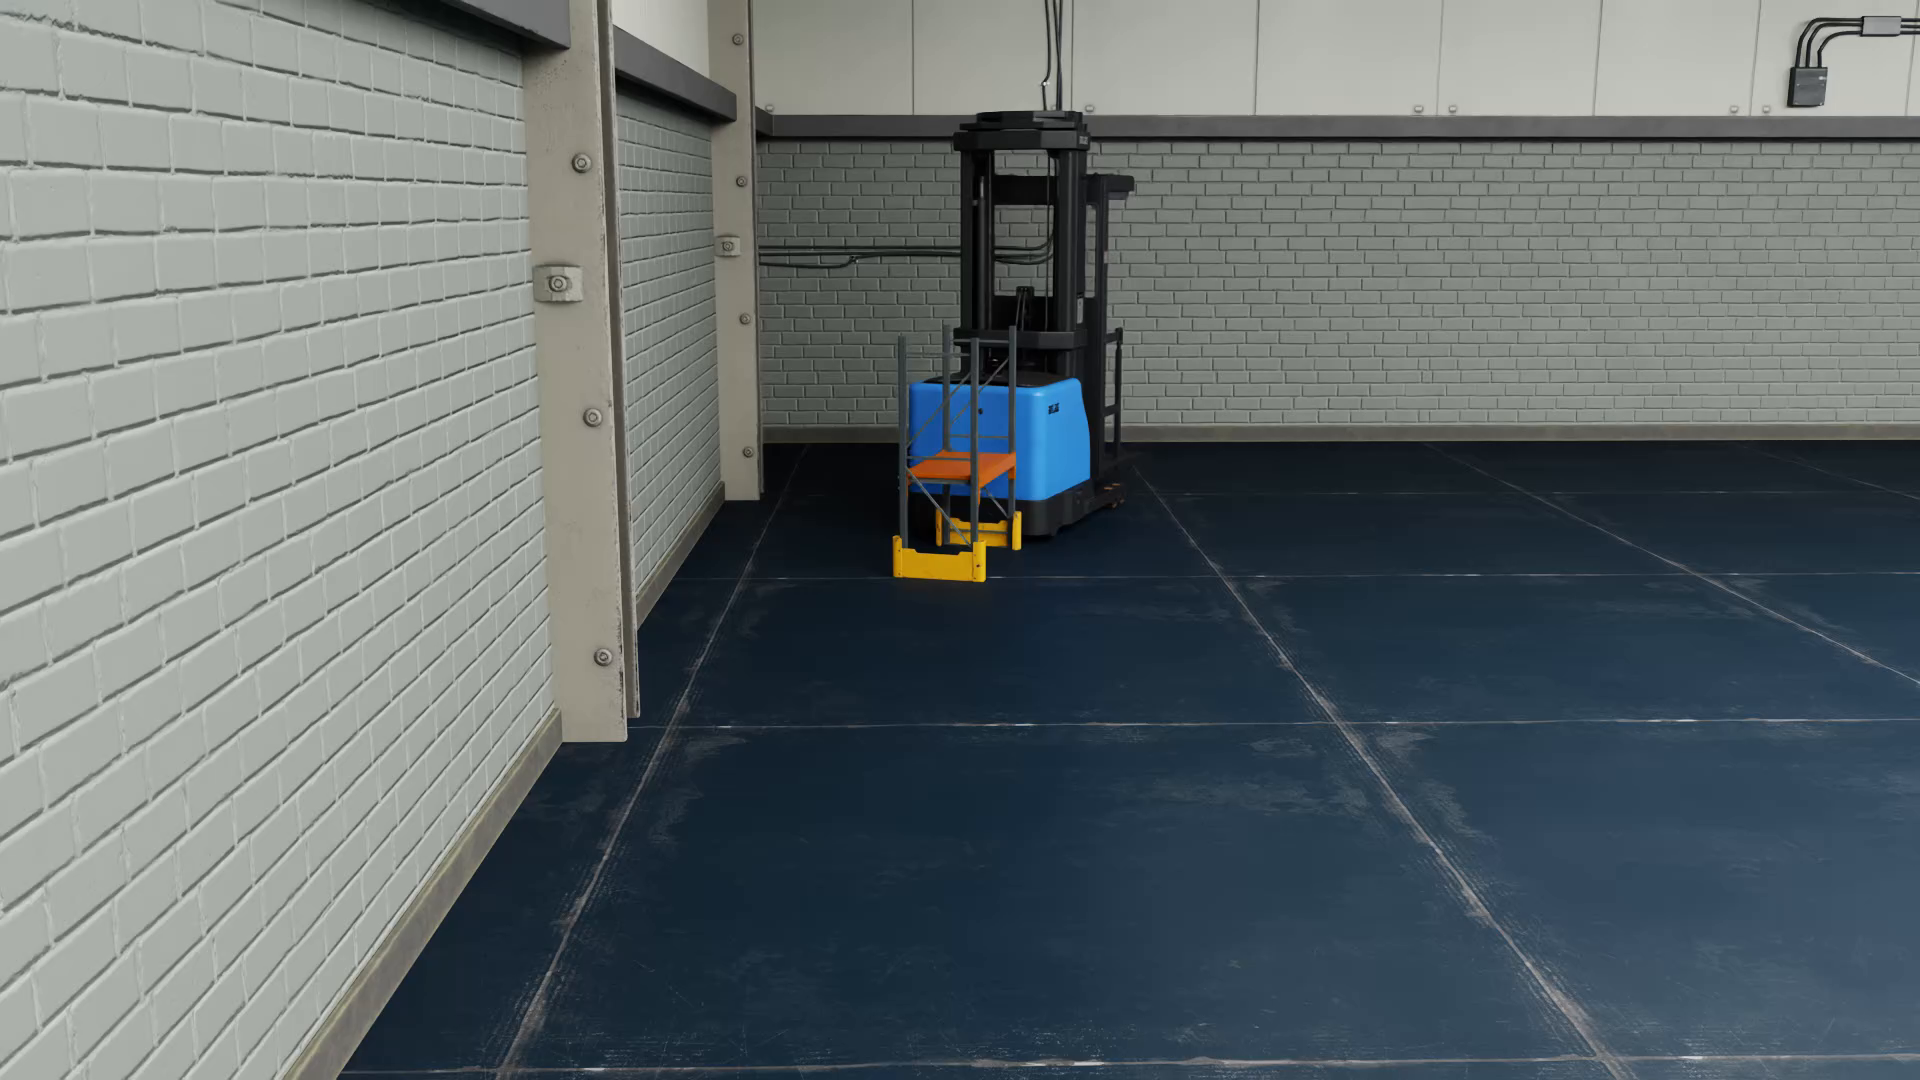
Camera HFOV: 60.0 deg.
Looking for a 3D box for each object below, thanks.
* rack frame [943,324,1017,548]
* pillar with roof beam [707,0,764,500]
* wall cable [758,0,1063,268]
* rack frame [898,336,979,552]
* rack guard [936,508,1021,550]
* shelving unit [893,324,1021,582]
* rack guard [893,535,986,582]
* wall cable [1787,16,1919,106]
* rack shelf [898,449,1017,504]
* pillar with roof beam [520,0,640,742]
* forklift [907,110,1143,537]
[{"bbox_3d":[0.129,-0.693,11.202,0.500,1.500,0.032,3,12,15],"label":"rack frame"},{"bbox_3d":[2.565,-4.782,12.499,9.100,9.000,0.400,0,11,-1],"label":"pillar with roof beam"},{"bbox_3d":[-0.478,-3.834,15.634,3.097,2.526,0.112,0,11,-1],"label":"wall cable"},{"bbox_3d":[-0.132,-0.497,10.239,0.500,1.500,0.032,3,12,15],"label":"rack frame"},{"bbox_3d":[0.124,-0.077,11.308,0.587,0.250,0.087,3,12,15],"label":"rack guard"},{"bbox_3d":[-0.004,-0.593,10.712,0.587,1.500,1.083,3,12,15],"label":"shelving unit"},{"bbox_3d":[-0.131,0.115,10.365,0.587,0.250,0.087,3,12,15],"label":"rack guard"},{"bbox_3d":[9.013,-7.058,15.164,2.305,6.003,0.169,0,11,-1],"label":"wall cable"},{"bbox_3d":[-0.001,-0.419,10.756,0.538,0.185,1.000,3,12,15],"label":"rack shelf"},{"bbox_3d":[2.689,-3.590,6.620,9.100,9.000,0.400,0,11,-1],"label":"pillar with roof beam"},{"bbox_3d":[0.657,-1.707,12.602,1.130,2.935,3.031,5,12,22],"label":"forklift"}]
